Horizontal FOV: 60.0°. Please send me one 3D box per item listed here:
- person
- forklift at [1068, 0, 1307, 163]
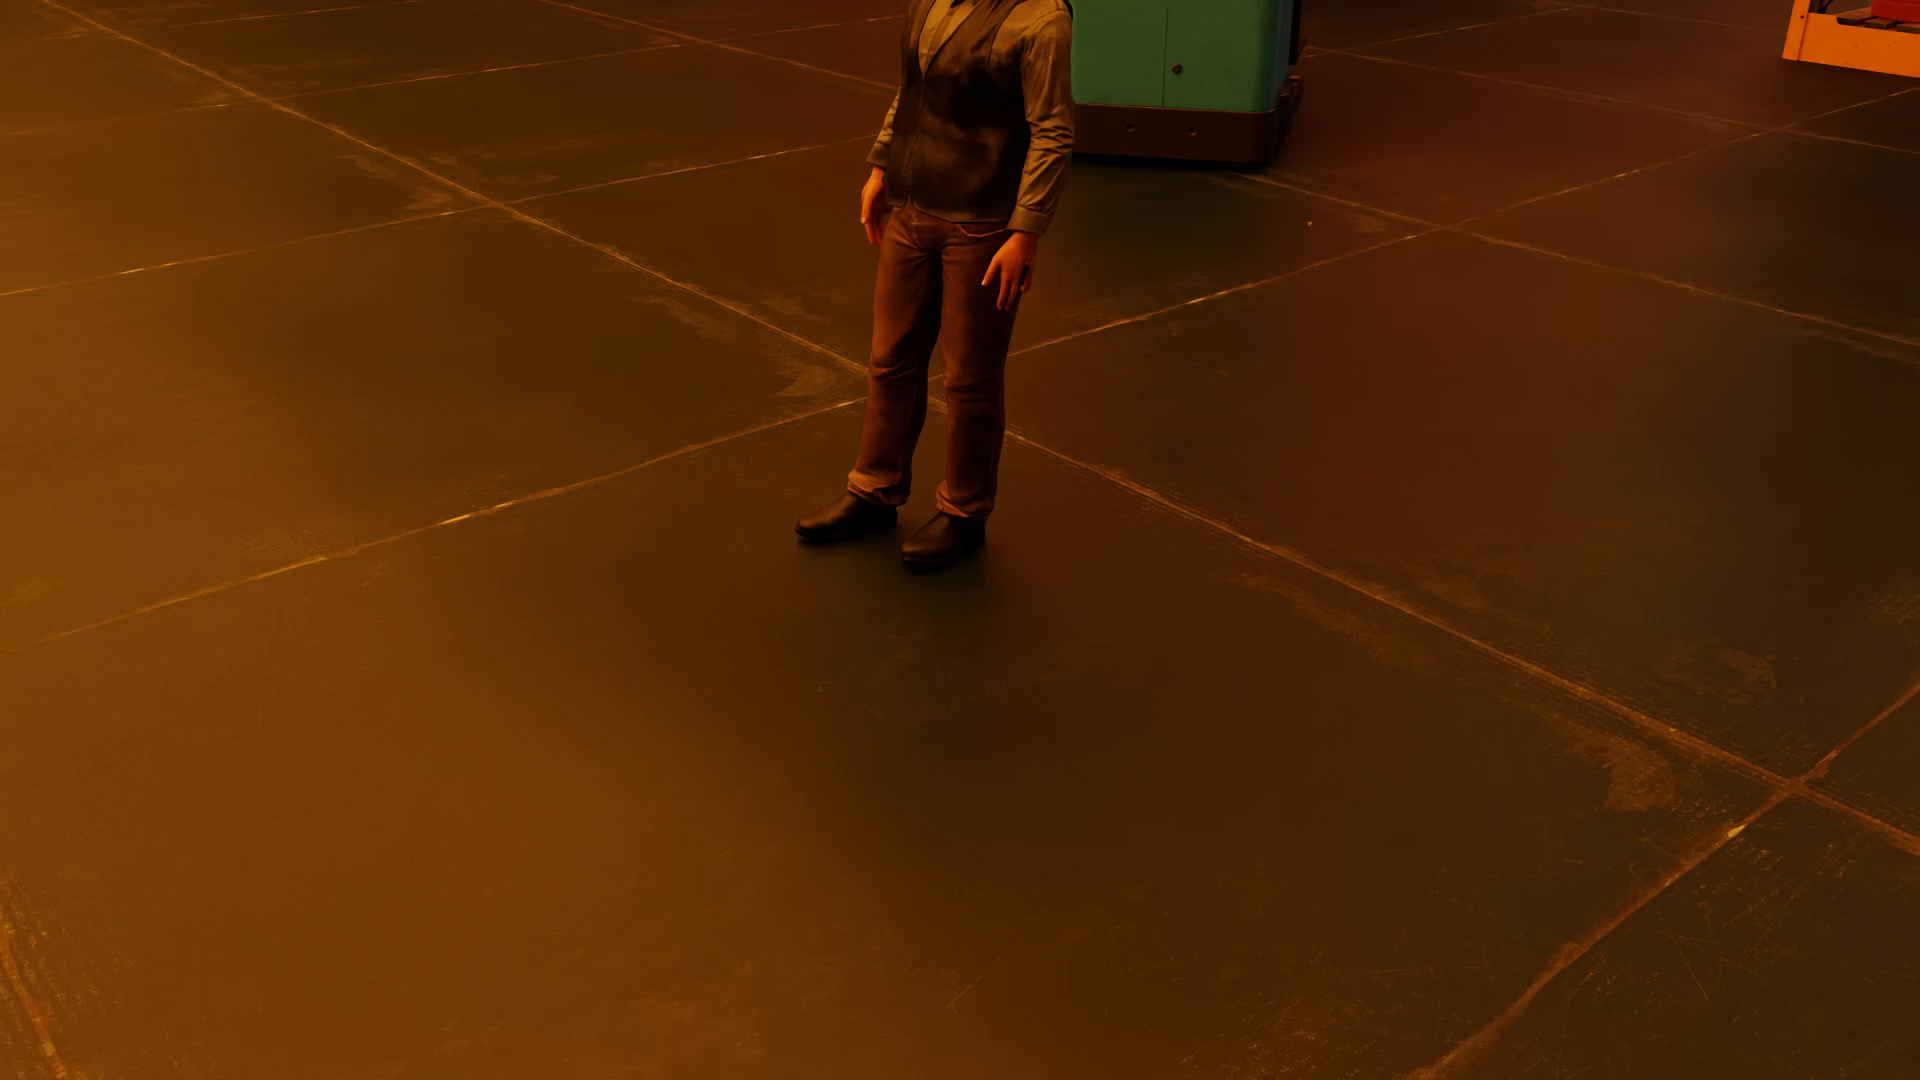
[{"bbox_3d":[-0.053,-0.763,4.085,0.568,1.720,0.632,-20,33,-35],"label":"person"},{"bbox_3d":[1.349,-3.757,8.777,1.130,2.935,3.031,7,27,13],"label":"forklift"}]
